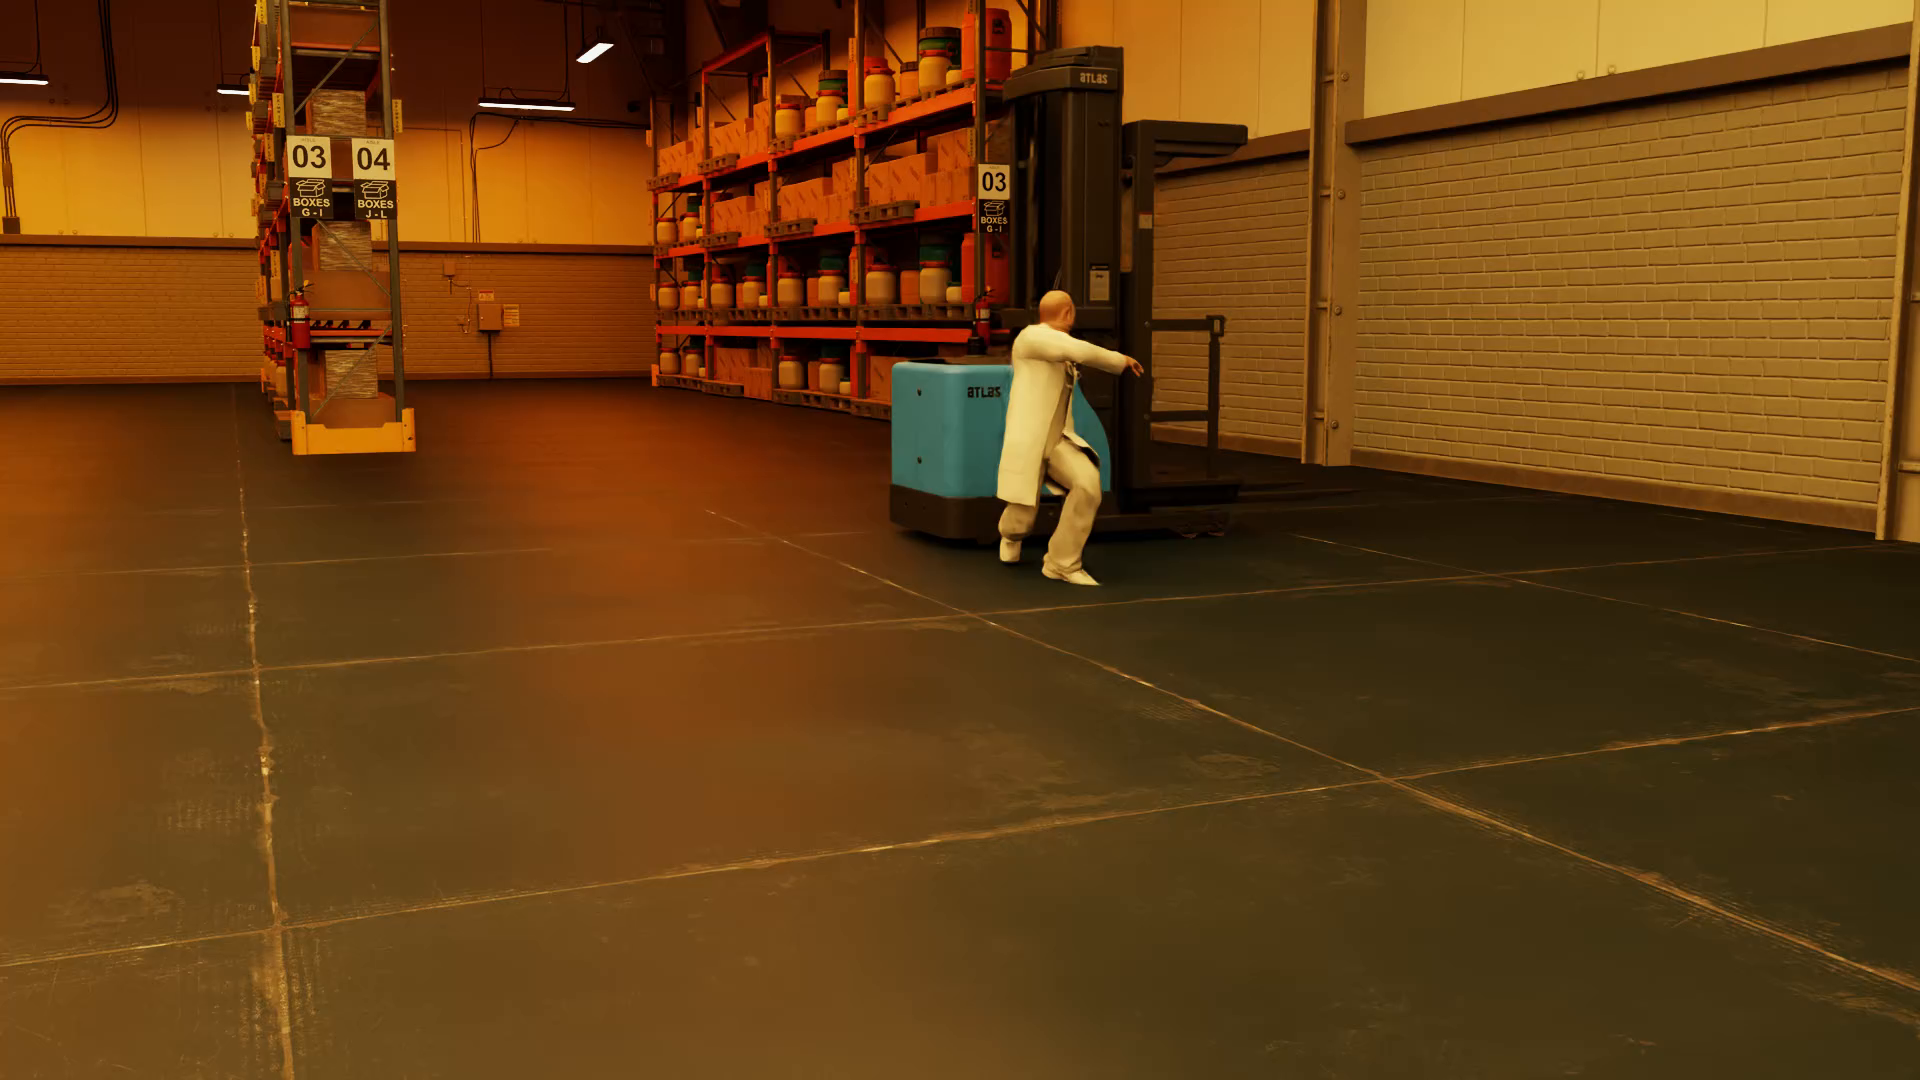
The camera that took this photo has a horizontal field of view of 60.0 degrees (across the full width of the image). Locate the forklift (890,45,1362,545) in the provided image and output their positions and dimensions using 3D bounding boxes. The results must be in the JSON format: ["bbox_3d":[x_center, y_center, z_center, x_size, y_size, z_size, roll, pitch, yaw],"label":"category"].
[{"bbox_3d":[1.122,-1.523,10.489,3.031,2.935,1.130,-3,8,-23],"label":"forklift"}]

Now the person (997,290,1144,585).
[{"bbox_3d":[0.520,-0.542,8.800,0.780,1.544,1.009,-5,9,-34],"label":"person"}]
